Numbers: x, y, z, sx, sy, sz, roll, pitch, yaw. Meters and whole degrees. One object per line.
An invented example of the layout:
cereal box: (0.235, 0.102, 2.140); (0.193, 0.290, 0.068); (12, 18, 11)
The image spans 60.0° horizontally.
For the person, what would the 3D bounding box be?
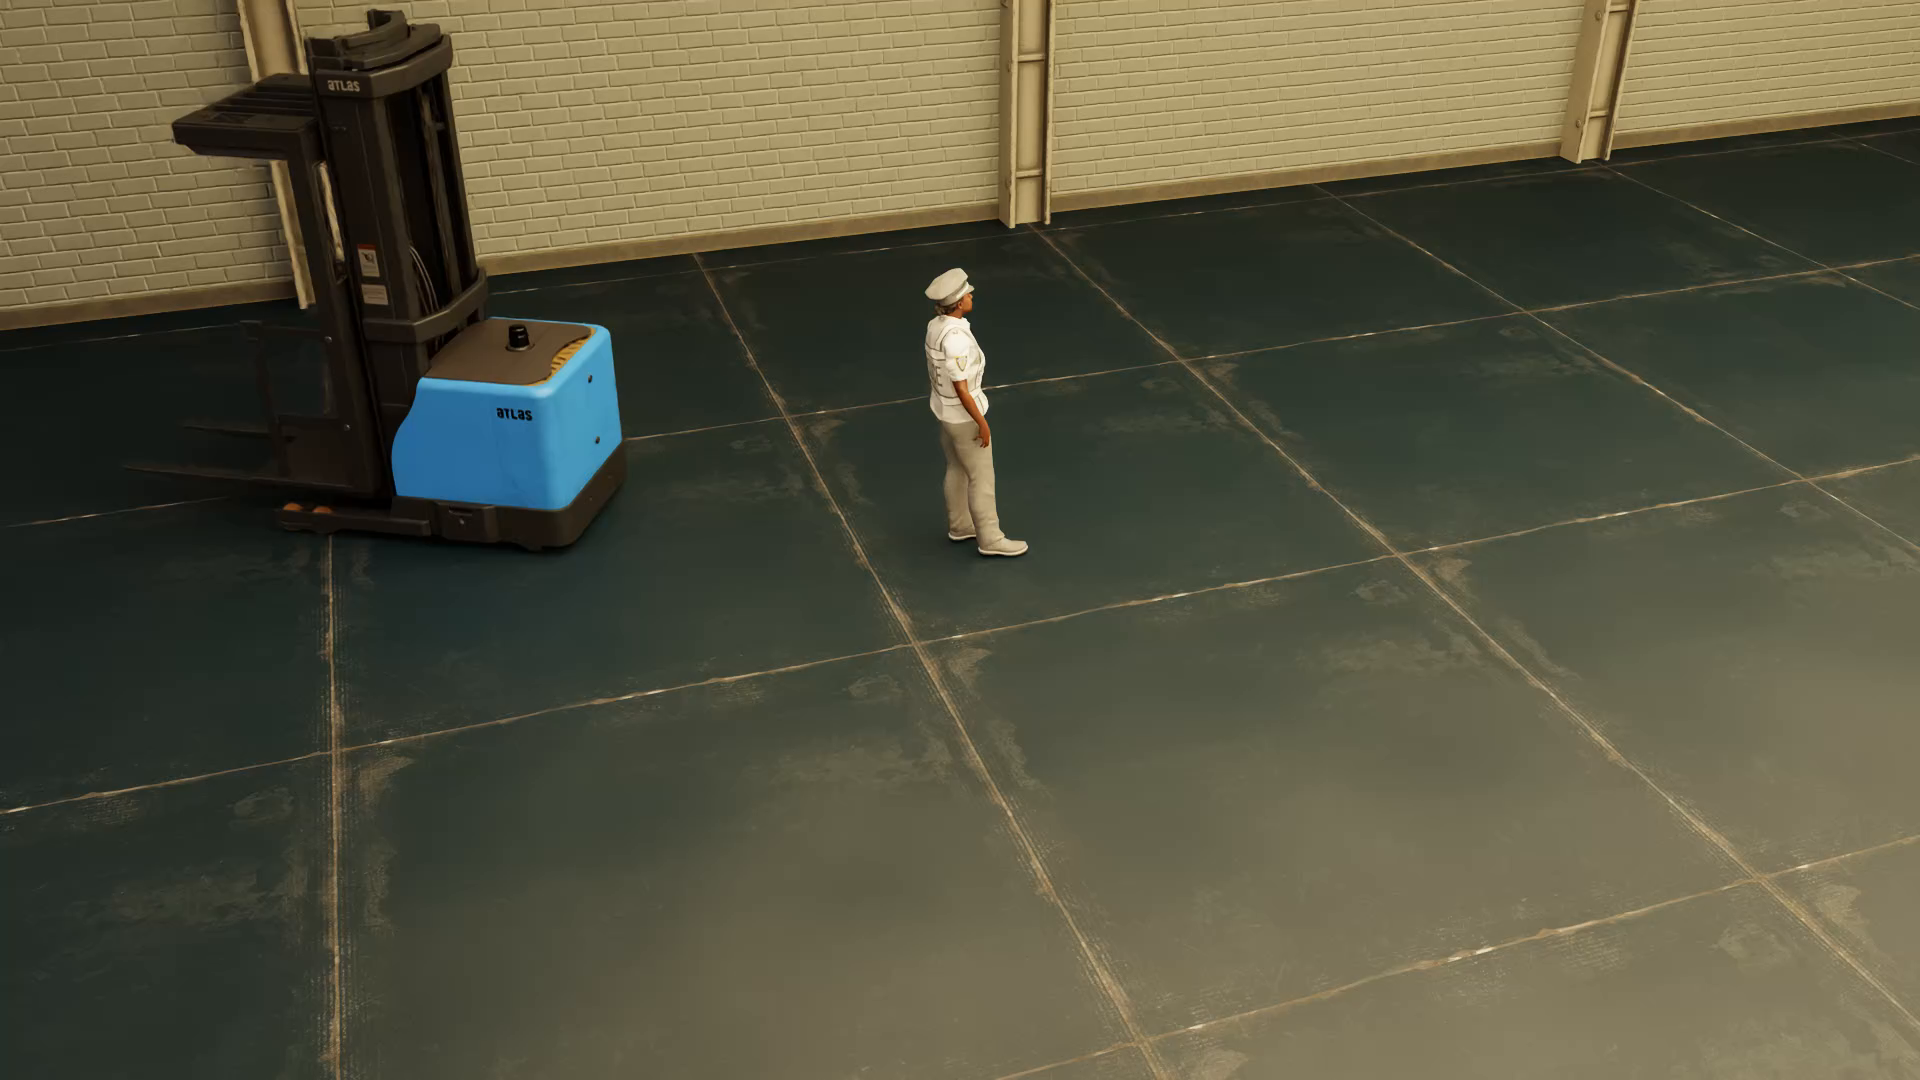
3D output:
person: (0.077, -0.743, 9.604); (0.530, 1.694, 0.569); (-10, 31, -16)

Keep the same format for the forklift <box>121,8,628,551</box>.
forklift: (-3.688, -1.557, 9.793); (3.031, 2.935, 1.130); (5, 30, 9)
